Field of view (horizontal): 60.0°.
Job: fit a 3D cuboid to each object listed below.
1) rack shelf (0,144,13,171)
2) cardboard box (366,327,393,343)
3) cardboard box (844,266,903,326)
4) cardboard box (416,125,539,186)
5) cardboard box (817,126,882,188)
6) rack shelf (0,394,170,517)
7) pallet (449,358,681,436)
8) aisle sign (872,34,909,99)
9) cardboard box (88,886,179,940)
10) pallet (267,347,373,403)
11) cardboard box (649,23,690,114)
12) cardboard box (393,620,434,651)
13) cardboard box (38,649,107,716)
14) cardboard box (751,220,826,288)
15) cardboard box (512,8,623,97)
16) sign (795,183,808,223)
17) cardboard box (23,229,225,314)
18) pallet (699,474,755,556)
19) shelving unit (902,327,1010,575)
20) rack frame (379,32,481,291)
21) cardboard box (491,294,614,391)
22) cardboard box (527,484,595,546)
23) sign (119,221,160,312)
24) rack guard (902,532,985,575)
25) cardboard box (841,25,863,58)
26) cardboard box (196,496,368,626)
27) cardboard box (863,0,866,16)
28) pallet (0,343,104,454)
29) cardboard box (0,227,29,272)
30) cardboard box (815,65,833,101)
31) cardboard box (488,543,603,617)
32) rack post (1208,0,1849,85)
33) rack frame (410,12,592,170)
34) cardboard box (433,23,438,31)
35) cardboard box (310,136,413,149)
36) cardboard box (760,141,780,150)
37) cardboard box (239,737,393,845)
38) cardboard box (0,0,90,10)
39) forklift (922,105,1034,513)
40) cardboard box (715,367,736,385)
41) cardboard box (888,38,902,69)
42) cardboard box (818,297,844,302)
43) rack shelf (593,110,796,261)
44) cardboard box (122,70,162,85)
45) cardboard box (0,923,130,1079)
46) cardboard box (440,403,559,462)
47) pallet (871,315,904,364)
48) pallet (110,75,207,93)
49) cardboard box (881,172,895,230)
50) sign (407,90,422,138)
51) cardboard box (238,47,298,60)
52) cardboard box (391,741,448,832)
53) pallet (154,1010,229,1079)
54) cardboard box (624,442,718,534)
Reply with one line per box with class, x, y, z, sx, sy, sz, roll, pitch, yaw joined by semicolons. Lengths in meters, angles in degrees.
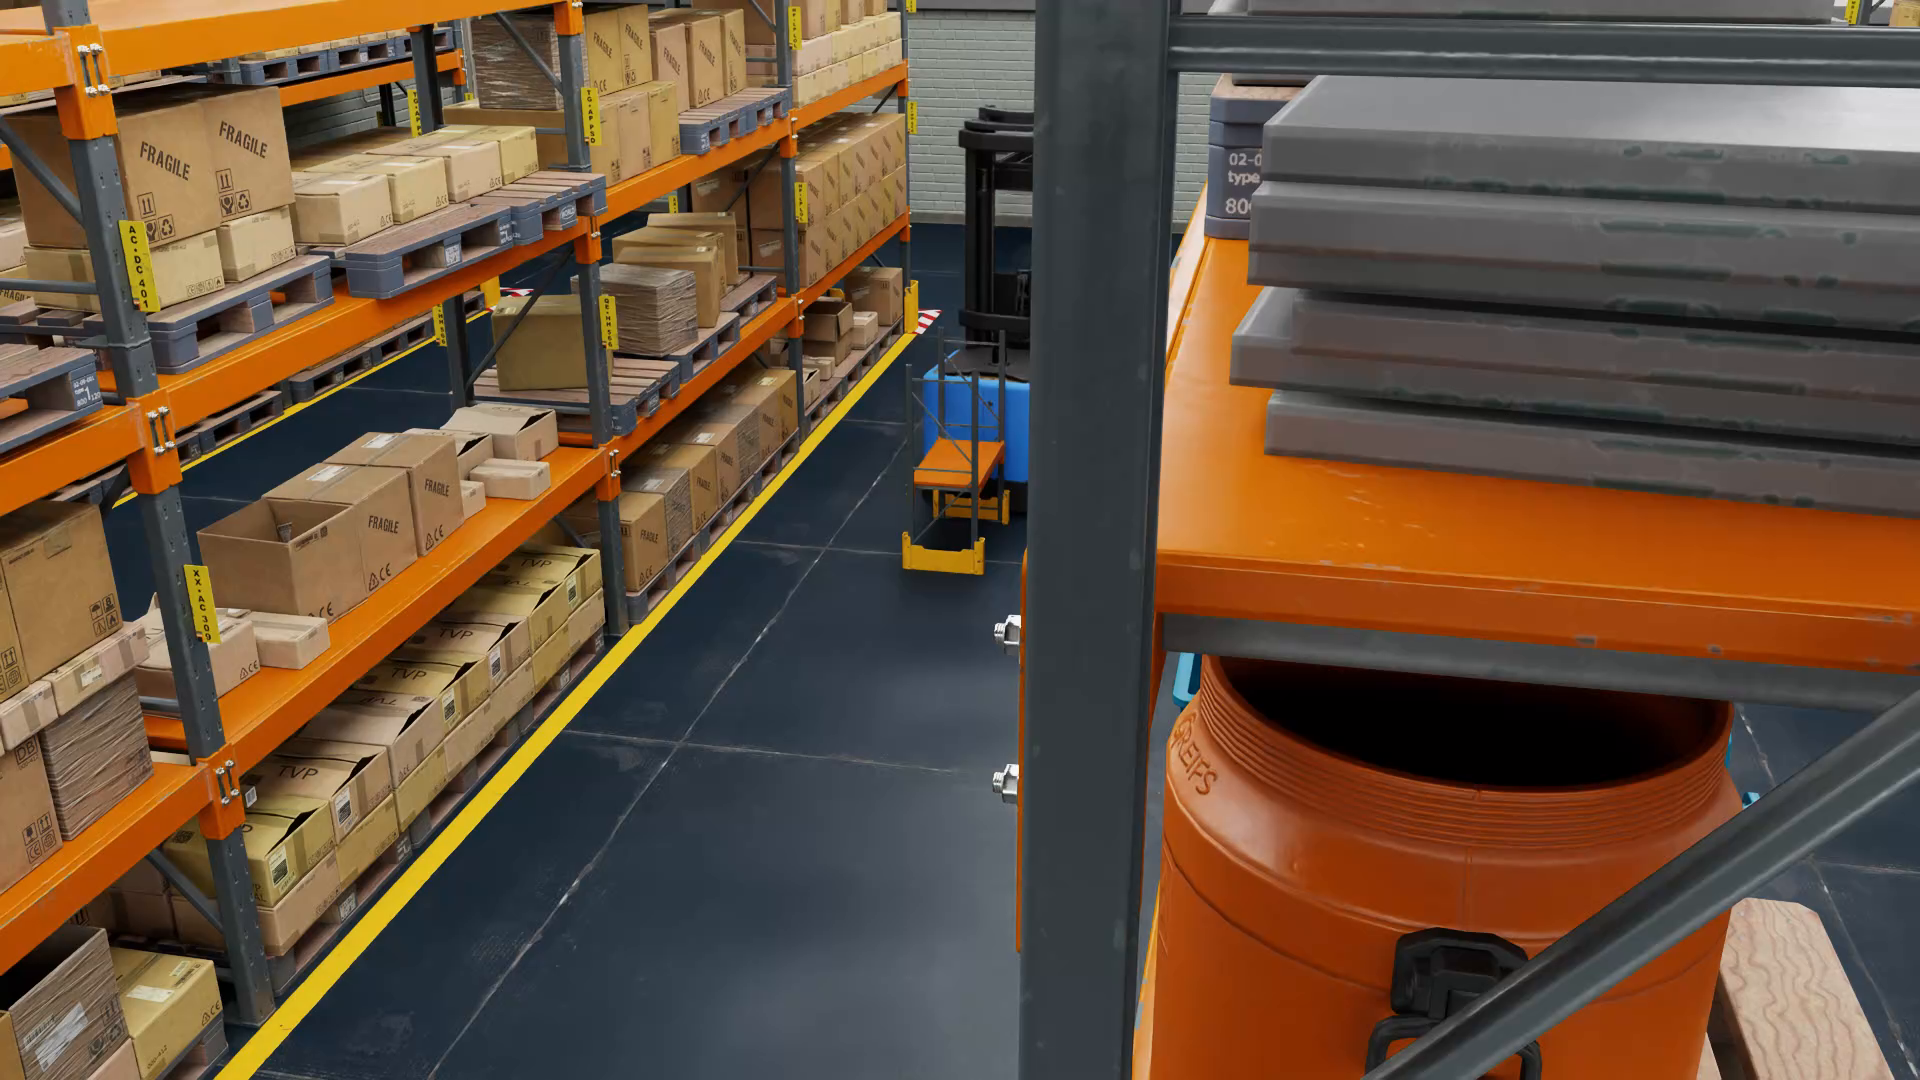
rack shelf;-7.108;-2.981;12.689;1.077;0.370;4.000;4;22;11
cardboard box;-6.235;-2.327;16.900;0.700;0.500;0.500;5;22;12
cardboard box;-0.904;-2.569;17.473;0.500;0.500;0.500;4;22;11
cardboard box;-2.704;-2.162;9.331;0.500;0.250;0.500;3;22;7
cardboard box;-1.059;-3.693;16.037;0.500;0.500;0.500;5;22;12
rack shelf;-3.891;0.321;4.490;1.077;0.370;4.000;4;22;11
pallet;-2.597;-0.980;11.029;1.213;0.211;1.003;4;22;11
aisle sign;-0.720;-4.949;17.147;0.394;0.787;0.004;4;22;11
cardboard box;-3.682;1.554;7.599;0.500;0.250;0.500;4;22;10
pallet;-6.469;-1.634;16.128;1.003;0.211;1.213;4;22;11
cardboard box;-2.294;-3.291;11.665;0.600;0.600;0.600;4;22;9
cardboard box;-3.266;0.553;9.334;0.500;0.311;0.500;4;22;9
cardboard box;-3.381;0.506;6.081;0.380;0.149;0.250;4;22;10
cardboard box;-1.479;-2.491;14.389;0.500;0.500;0.500;5;22;12
cardboard box;-2.467;-3.063;10.457;0.500;0.500;0.500;4;22;11
sign;-1.306;-2.775;13.679;0.100;0.325;0.005;4;22;11
cardboard box;-3.347;-1.094;6.679;0.500;0.250;0.500;7;23;16
pallet;-2.226;-0.237;12.661;1.003;0.211;1.213;4;22;11
shelving unit;-0.016;-0.668;12.004;0.587;1.500;1.083;4;22;11
rack frame;-5.884;-4.118;18.563;1.000;3.000;0.127;4;22;11
cardboard box;-2.648;-1.296;10.860;0.700;0.500;0.500;-3;22;-7
cardboard box;-2.705;-0.220;11.643;0.500;0.500;0.500;5;23;13
sign;-2.939;-0.979;5.957;0.100;0.325;0.005;4;22;11
rack guard;-0.117;0.094;11.785;0.587;0.250;0.087;4;22;11
cardboard box;-1.192;-4.539;15.126;0.500;0.250;0.500;4;22;11
cardboard box;-3.202;0.128;7.886;0.500;0.500;0.500;6;23;15
cardboard box;-1.308;-5.278;15.956;0.700;0.500;0.500;4;22;11
pallet;-3.631;-0.389;5.409;1.003;0.211;1.213;4;22;11
cardboard box;-7.063;-2.077;11.932;0.500;0.250;0.500;4;22;10
cardboard box;-1.403;-3.942;14.312;0.500;0.250;0.500;4;22;11
cardboard box;-2.532;0.215;10.173;0.500;0.311;0.500;5;22;12
rack post;0.914;-0.970;2.818;0.937;0.300;0.954;4;22;10
rack frame;-2.666;-3.599;9.244;1.000;3.000;0.127;4;22;11
cardboard box;-5.774;-5.393;17.219;0.500;0.250;0.500;5;23;13
cardboard box;-6.116;-3.803;17.379;0.980;0.700;0.700;4;22;10
cardboard box;-1.795;-3.366;15.223;0.500;0.500;0.500;5;22;11
cardboard box;-3.047;1.153;7.844;0.500;0.311;0.500;4;22;10
cardboard box;-7.106;-4.130;12.851;0.500;0.250;0.500;4;22;9
forklift;0.663;-2.078;13.589;1.130;2.935;3.031;7;23;18
cardboard box;-2.187;-1.165;13.988;0.500;0.500;0.500;3;22;8
cardboard box;-0.881;-4.856;16.580;0.500;0.250;0.500;4;22;11
cardboard box;-1.456;-2.496;17.764;0.380;0.149;0.250;4;22;11
rack shelf;-2.258;-2.605;11.755;1.077;0.370;4.000;4;22;11
cardboard box;-6.987;-3.983;13.491;0.700;0.500;0.500;3;22;8
cardboard box;-3.477;1.748;6.113;0.500;0.500;0.500;4;22;11
cardboard box;-2.783;-0.645;10.059;0.500;0.311;0.500;6;23;14
pallet;-1.211;-2.129;17.357;1.003;0.211;1.213;4;22;11
pallet;-6.839;-3.619;13.564;0.805;0.209;1.217;4;22;9
cardboard box;-0.961;-3.414;16.680;0.500;0.500;0.500;5;22;11
sign;-3.197;-2.489;9.812;0.100;0.325;0.005;4;22;11
cardboard box;-6.301;-4.451;14.879;0.500;0.250;0.500;4;22;11
cardboard box;-2.949;1.222;8.421;0.500;0.250;0.500;4;22;9
pallet;-3.686;2.228;6.539;1.003;0.211;1.213;4;22;11
cardboard box;-2.085;-0.380;12.039;0.500;0.500;0.500;4;22;10
